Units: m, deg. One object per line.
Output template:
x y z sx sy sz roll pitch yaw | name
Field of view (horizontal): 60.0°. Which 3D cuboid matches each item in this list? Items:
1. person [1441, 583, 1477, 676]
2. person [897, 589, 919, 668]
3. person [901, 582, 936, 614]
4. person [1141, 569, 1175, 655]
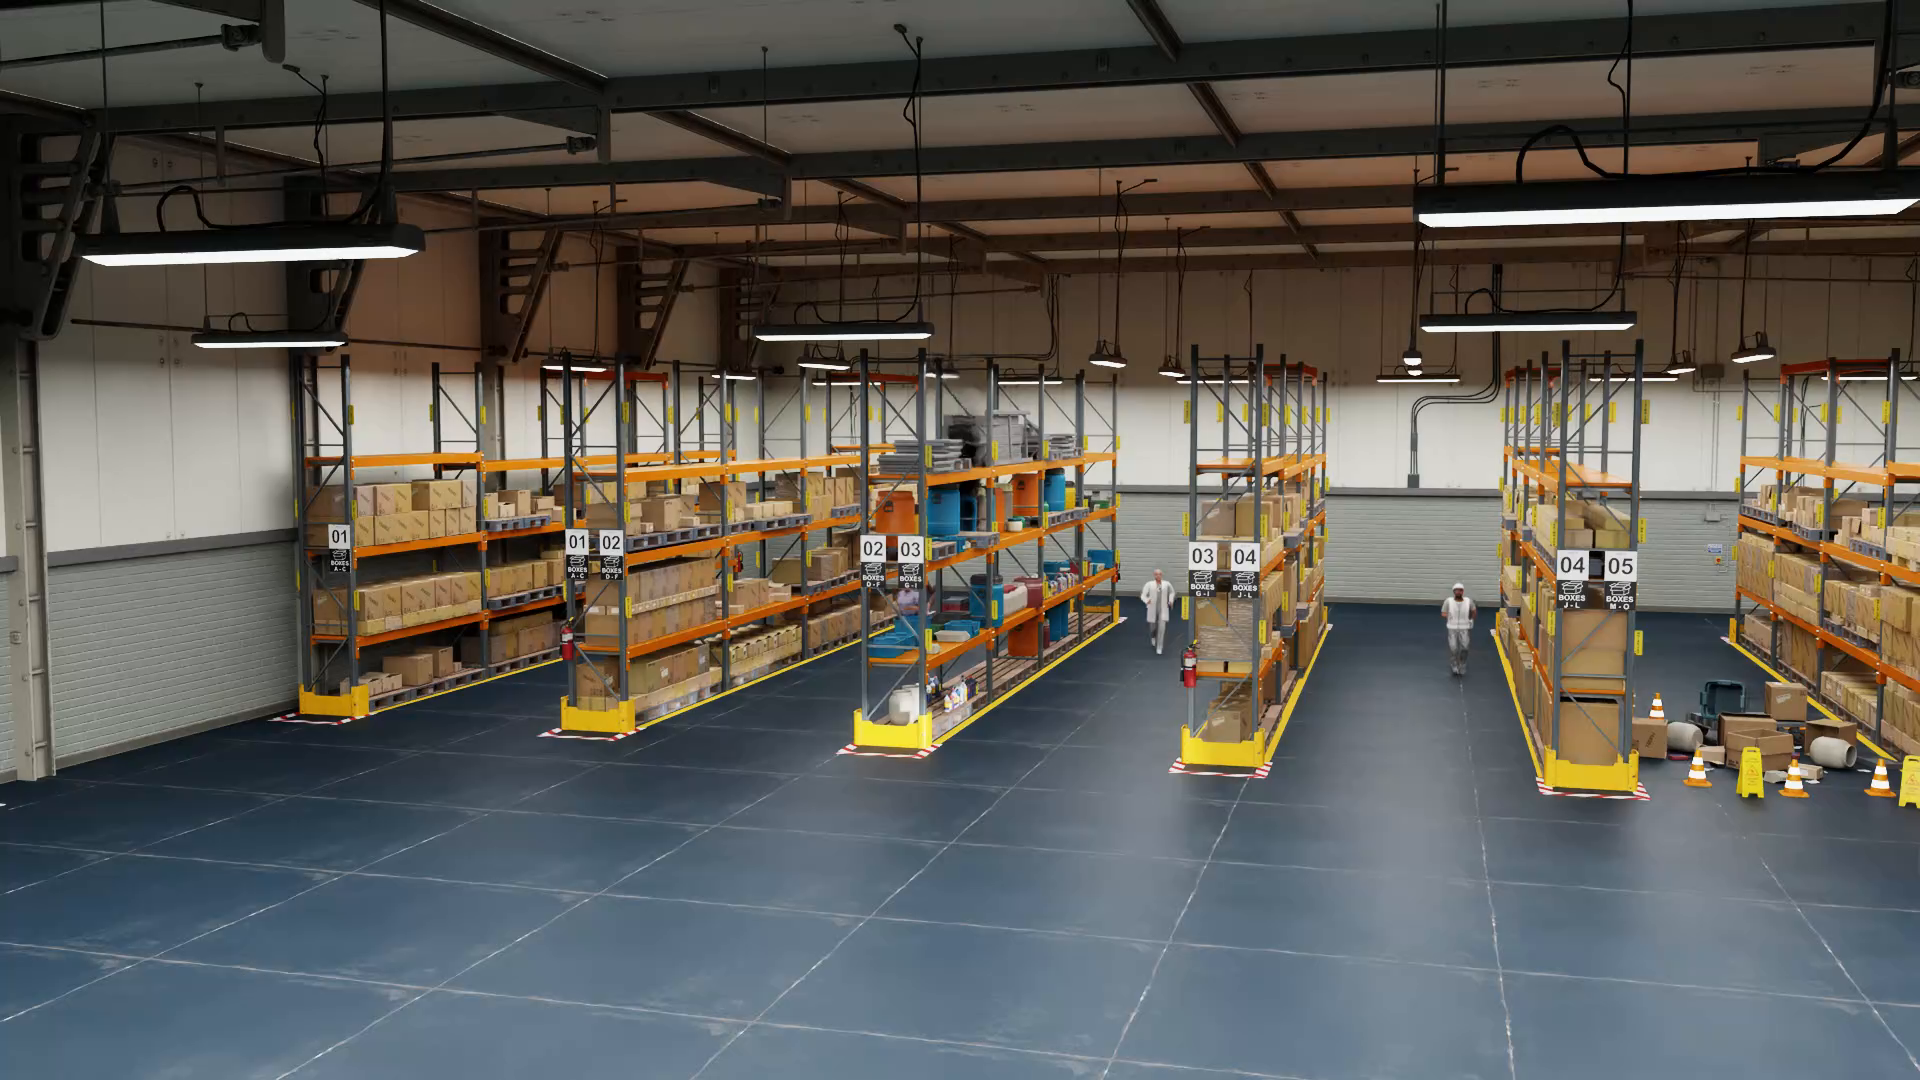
9.576 1.727 31.919 0.662 1.782 0.642 1 4 15 | person
-0.969 1.574 31.473 0.591 1.713 0.705 2 5 20 | person
-0.867 1.432 32.464 0.724 1.757 0.883 1 4 18 | person
4.184 1.492 35.086 0.720 1.759 0.962 0 4 3 | person
